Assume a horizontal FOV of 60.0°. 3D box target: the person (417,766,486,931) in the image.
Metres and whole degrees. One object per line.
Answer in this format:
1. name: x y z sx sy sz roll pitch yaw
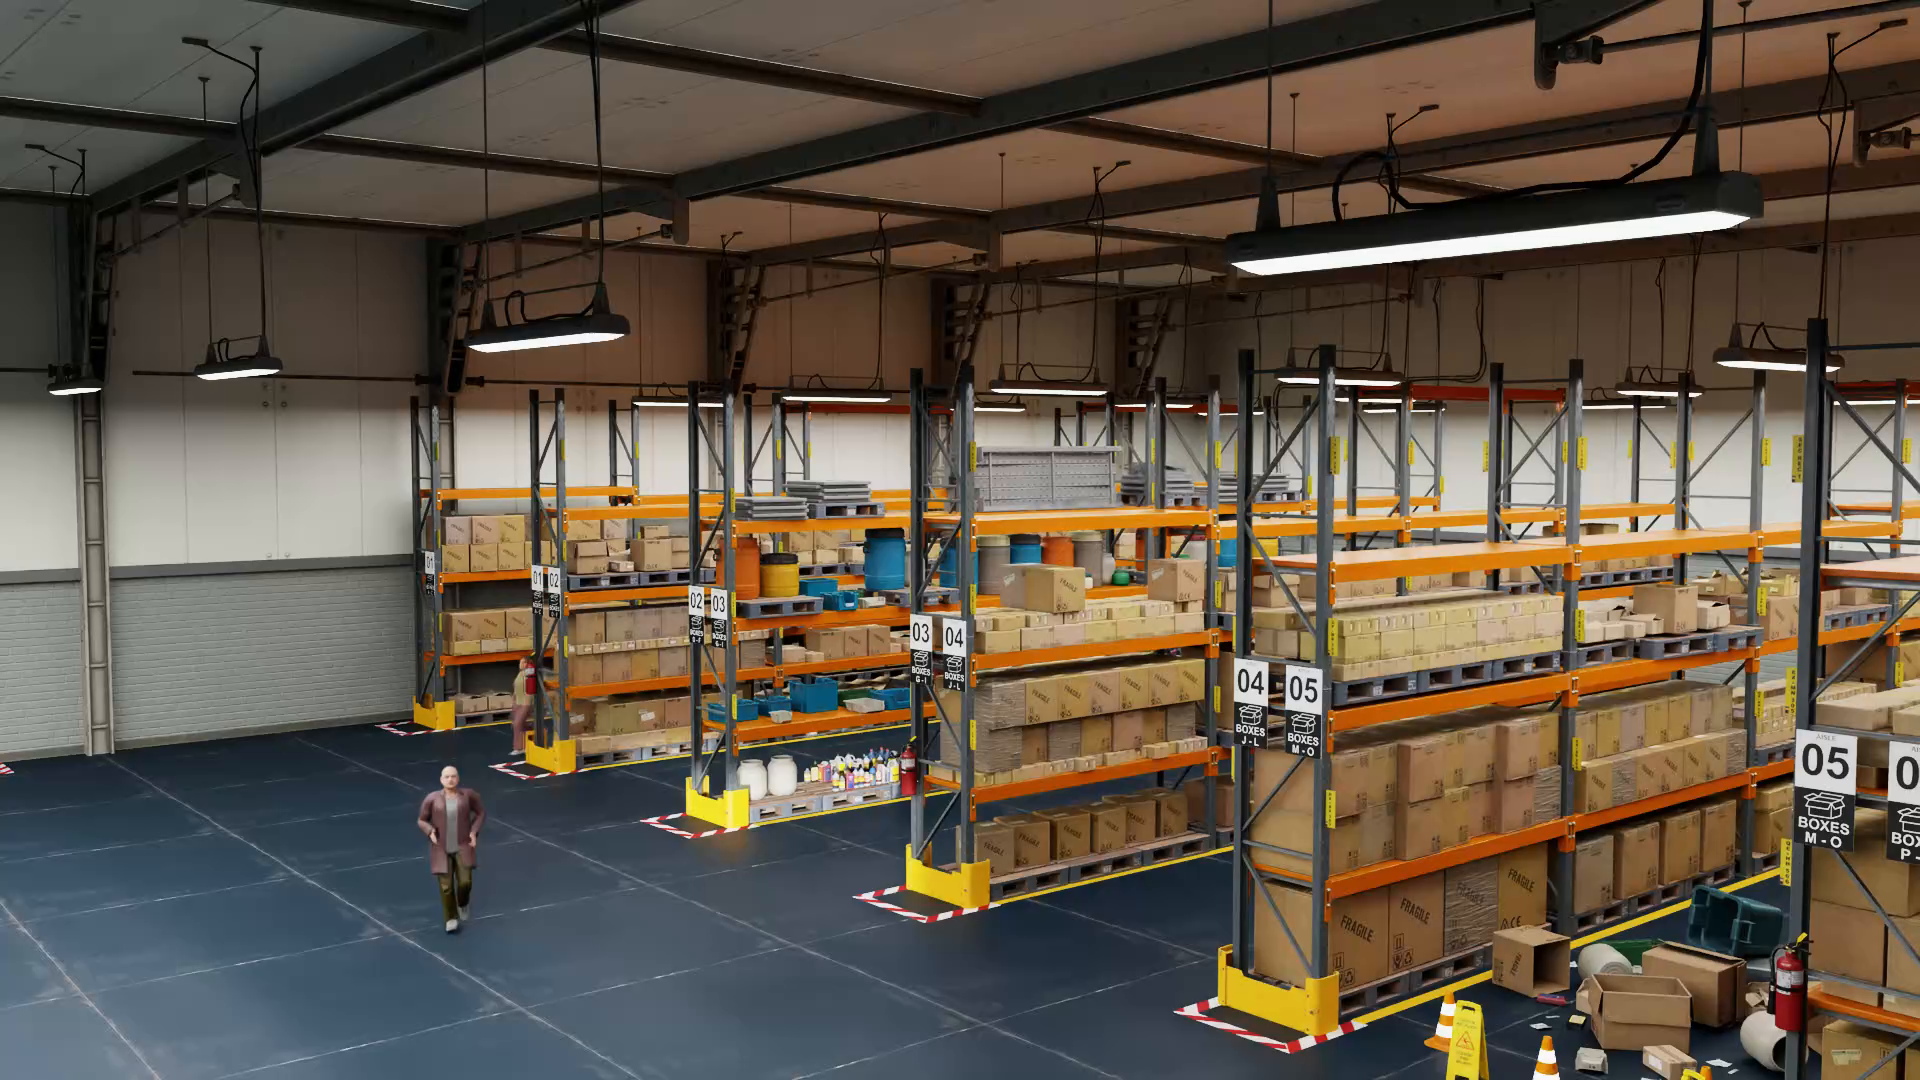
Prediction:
1. person: -5.353 3.256 17.535 0.703 1.729 0.651 -1 4 -18

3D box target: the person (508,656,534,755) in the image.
1. person: -7.172 2.742 27.648 0.614 1.665 0.668 2 4 35
